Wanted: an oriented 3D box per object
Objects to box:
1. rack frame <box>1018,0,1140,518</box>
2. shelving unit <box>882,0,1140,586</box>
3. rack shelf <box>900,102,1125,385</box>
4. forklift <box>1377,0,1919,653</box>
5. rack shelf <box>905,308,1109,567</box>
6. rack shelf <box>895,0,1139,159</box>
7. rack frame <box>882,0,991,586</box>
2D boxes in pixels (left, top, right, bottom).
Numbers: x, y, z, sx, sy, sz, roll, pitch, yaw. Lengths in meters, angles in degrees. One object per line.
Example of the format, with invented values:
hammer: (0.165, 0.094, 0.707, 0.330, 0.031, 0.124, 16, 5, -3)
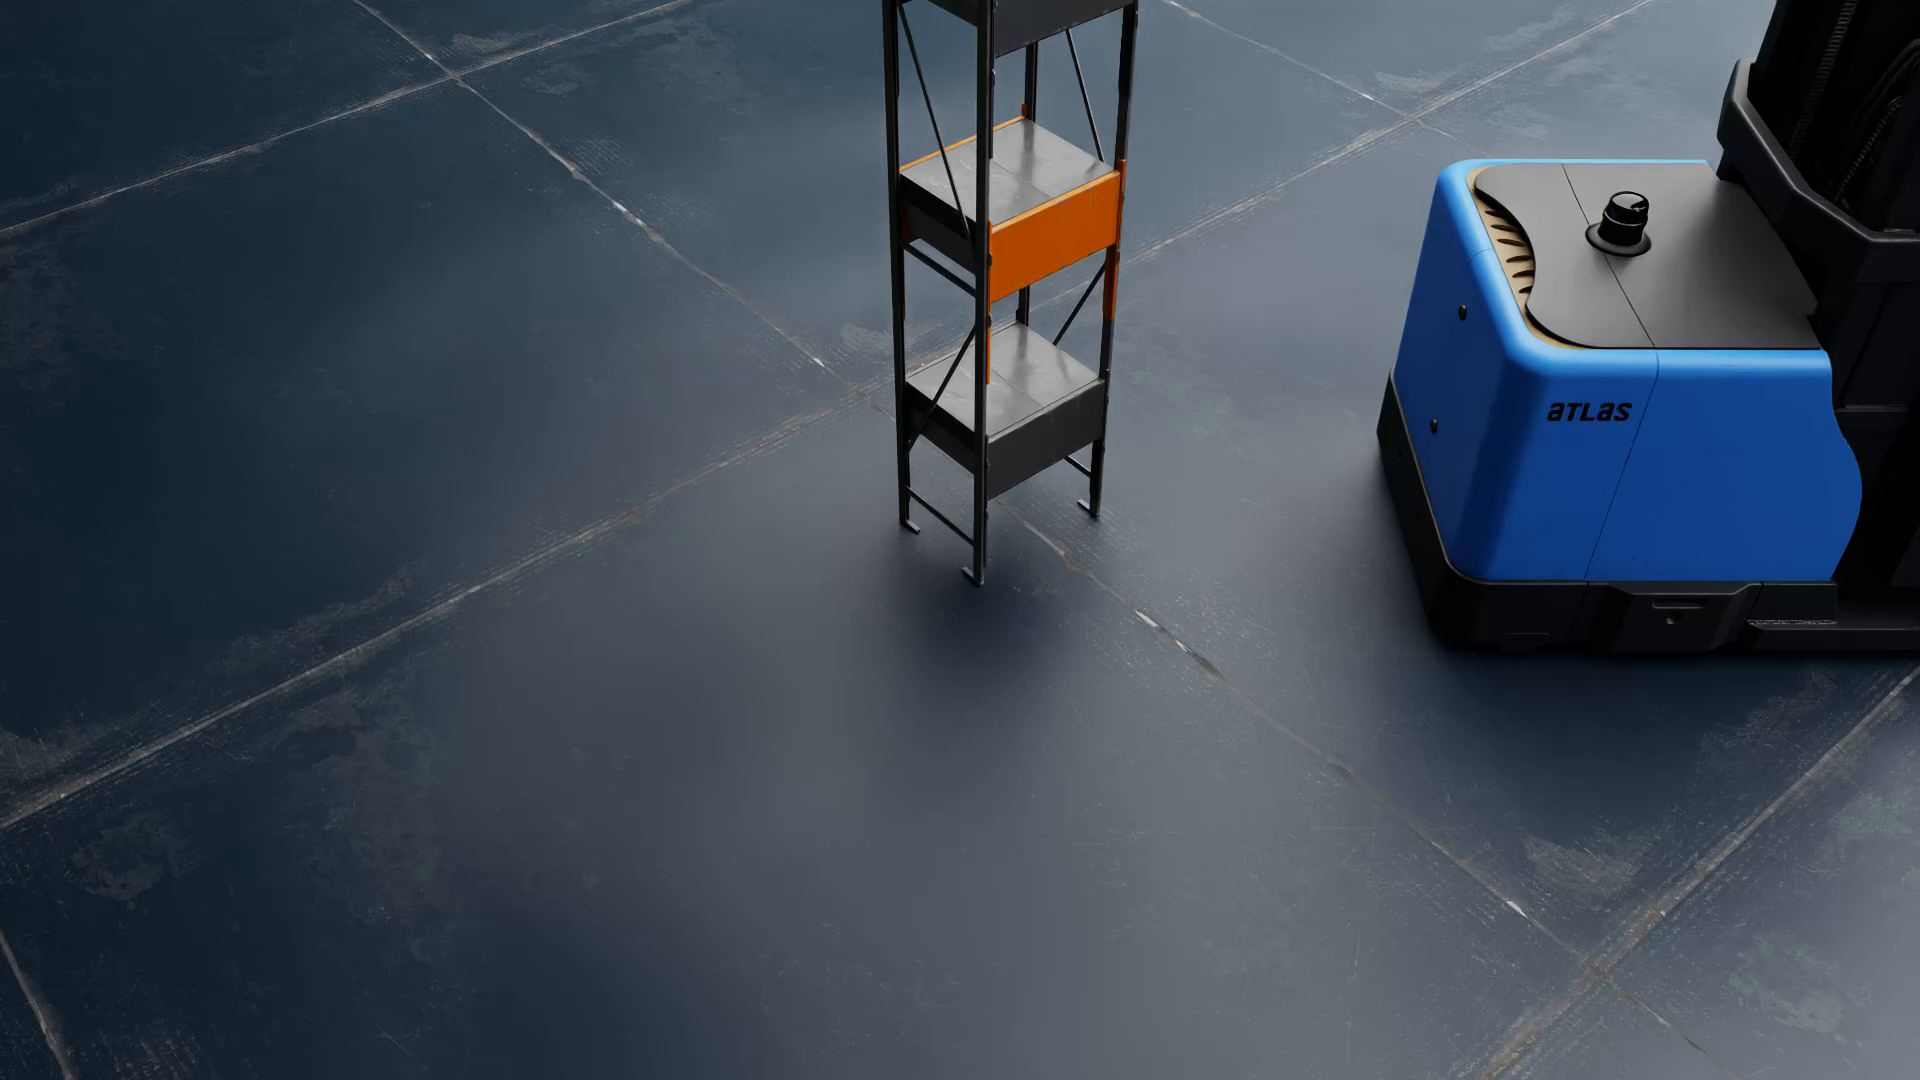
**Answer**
rack frame: (0.314, -0.945, 4.723, 0.015, 2.100, 0.400, -30, 51, -28)
shelving unit: (0.127, -0.838, 4.609, 0.503, 2.100, 0.431, -30, 51, -28)
rack shelf: (0.127, -0.828, 4.618, 0.480, 0.518, 0.431, -30, 51, -28)
forklift: (2.897, -1.075, 4.254, 3.031, 2.935, 1.130, 0, 43, 0)
rack shelf: (0.127, -0.318, 5.097, 0.480, 0.518, 0.431, -30, 51, -28)
rack shelf: (0.127, -1.338, 4.139, 0.480, 0.518, 0.431, -30, 51, -28)
rack frame: (-0.060, -0.731, 4.494, 0.015, 2.100, 0.400, -30, 51, -28)
